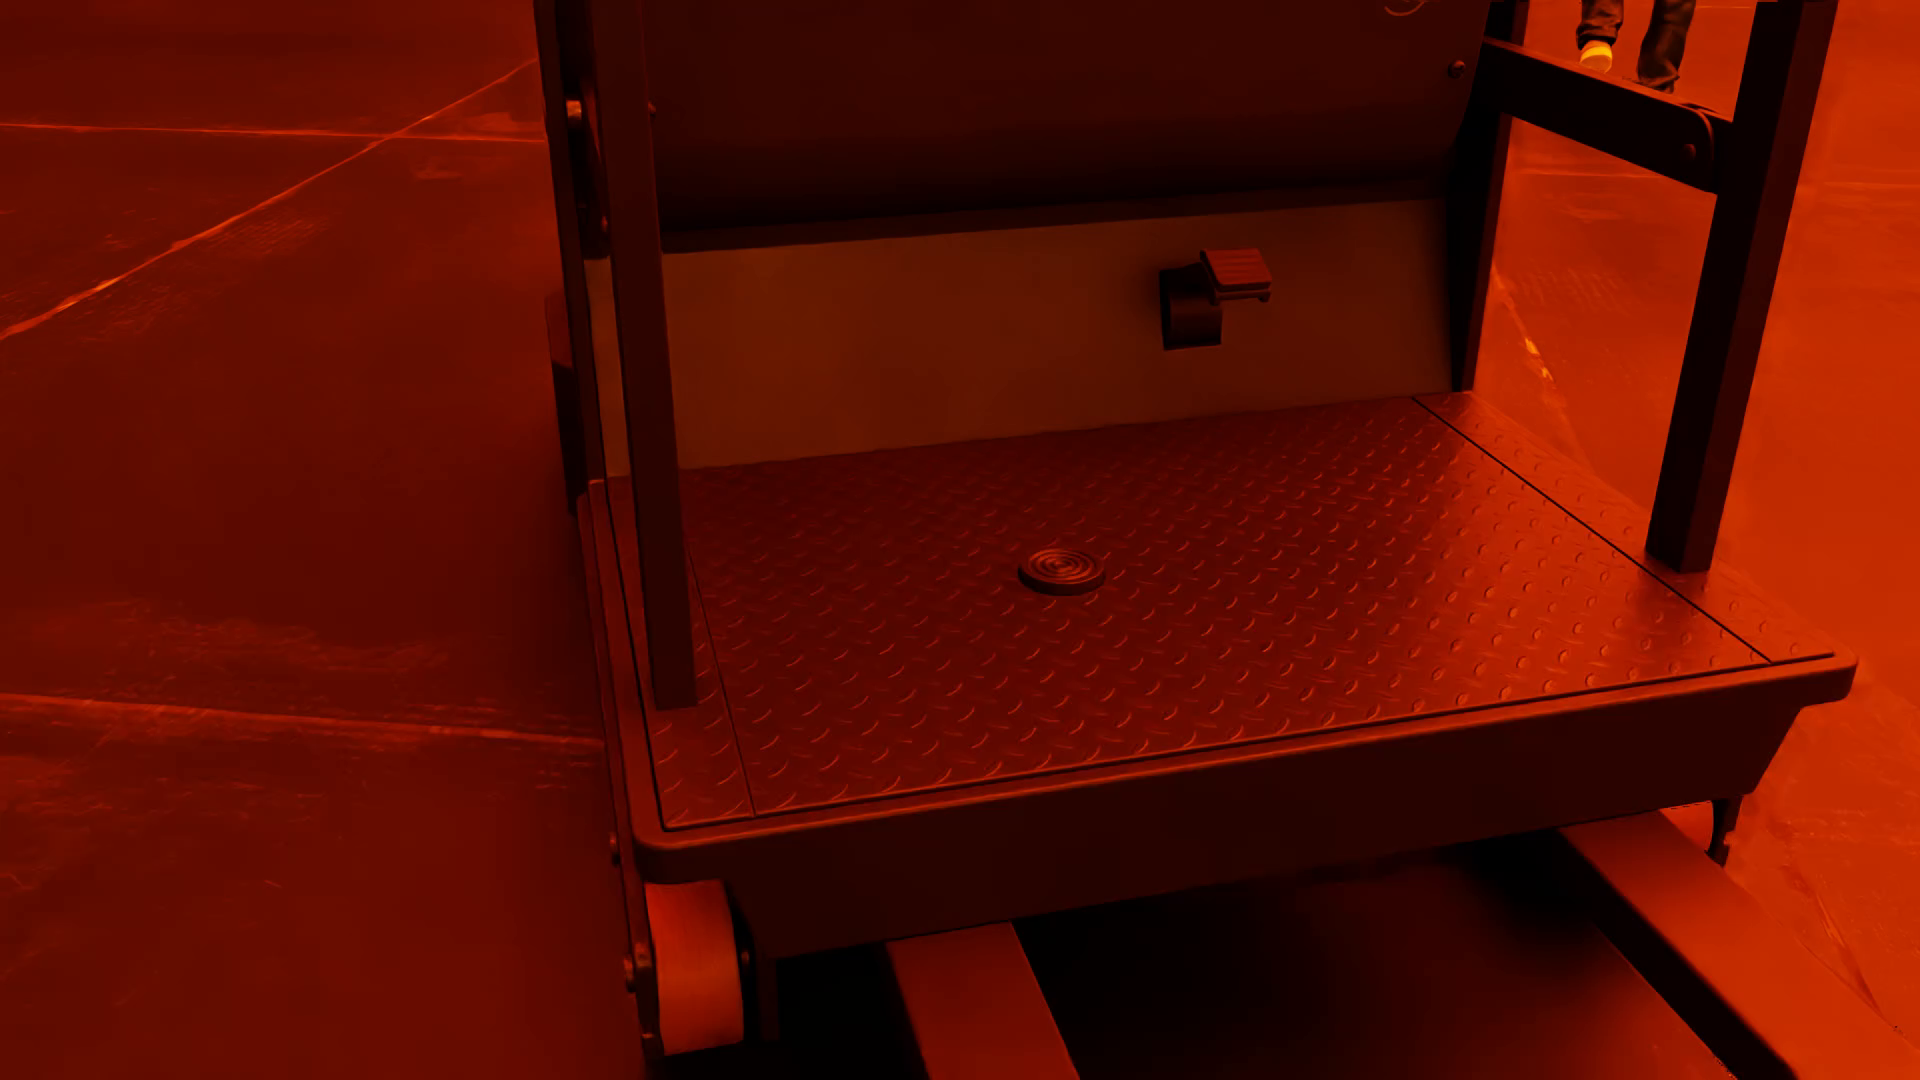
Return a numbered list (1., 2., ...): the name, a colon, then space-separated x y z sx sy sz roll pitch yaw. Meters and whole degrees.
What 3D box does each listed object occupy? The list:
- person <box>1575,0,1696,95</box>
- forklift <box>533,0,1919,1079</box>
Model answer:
1. person: 2.057 -2.010 4.766 0.550 1.578 0.408 10 28 19
2. forklift: 0.165 -1.027 1.275 1.130 2.935 3.031 -7 27 -13
